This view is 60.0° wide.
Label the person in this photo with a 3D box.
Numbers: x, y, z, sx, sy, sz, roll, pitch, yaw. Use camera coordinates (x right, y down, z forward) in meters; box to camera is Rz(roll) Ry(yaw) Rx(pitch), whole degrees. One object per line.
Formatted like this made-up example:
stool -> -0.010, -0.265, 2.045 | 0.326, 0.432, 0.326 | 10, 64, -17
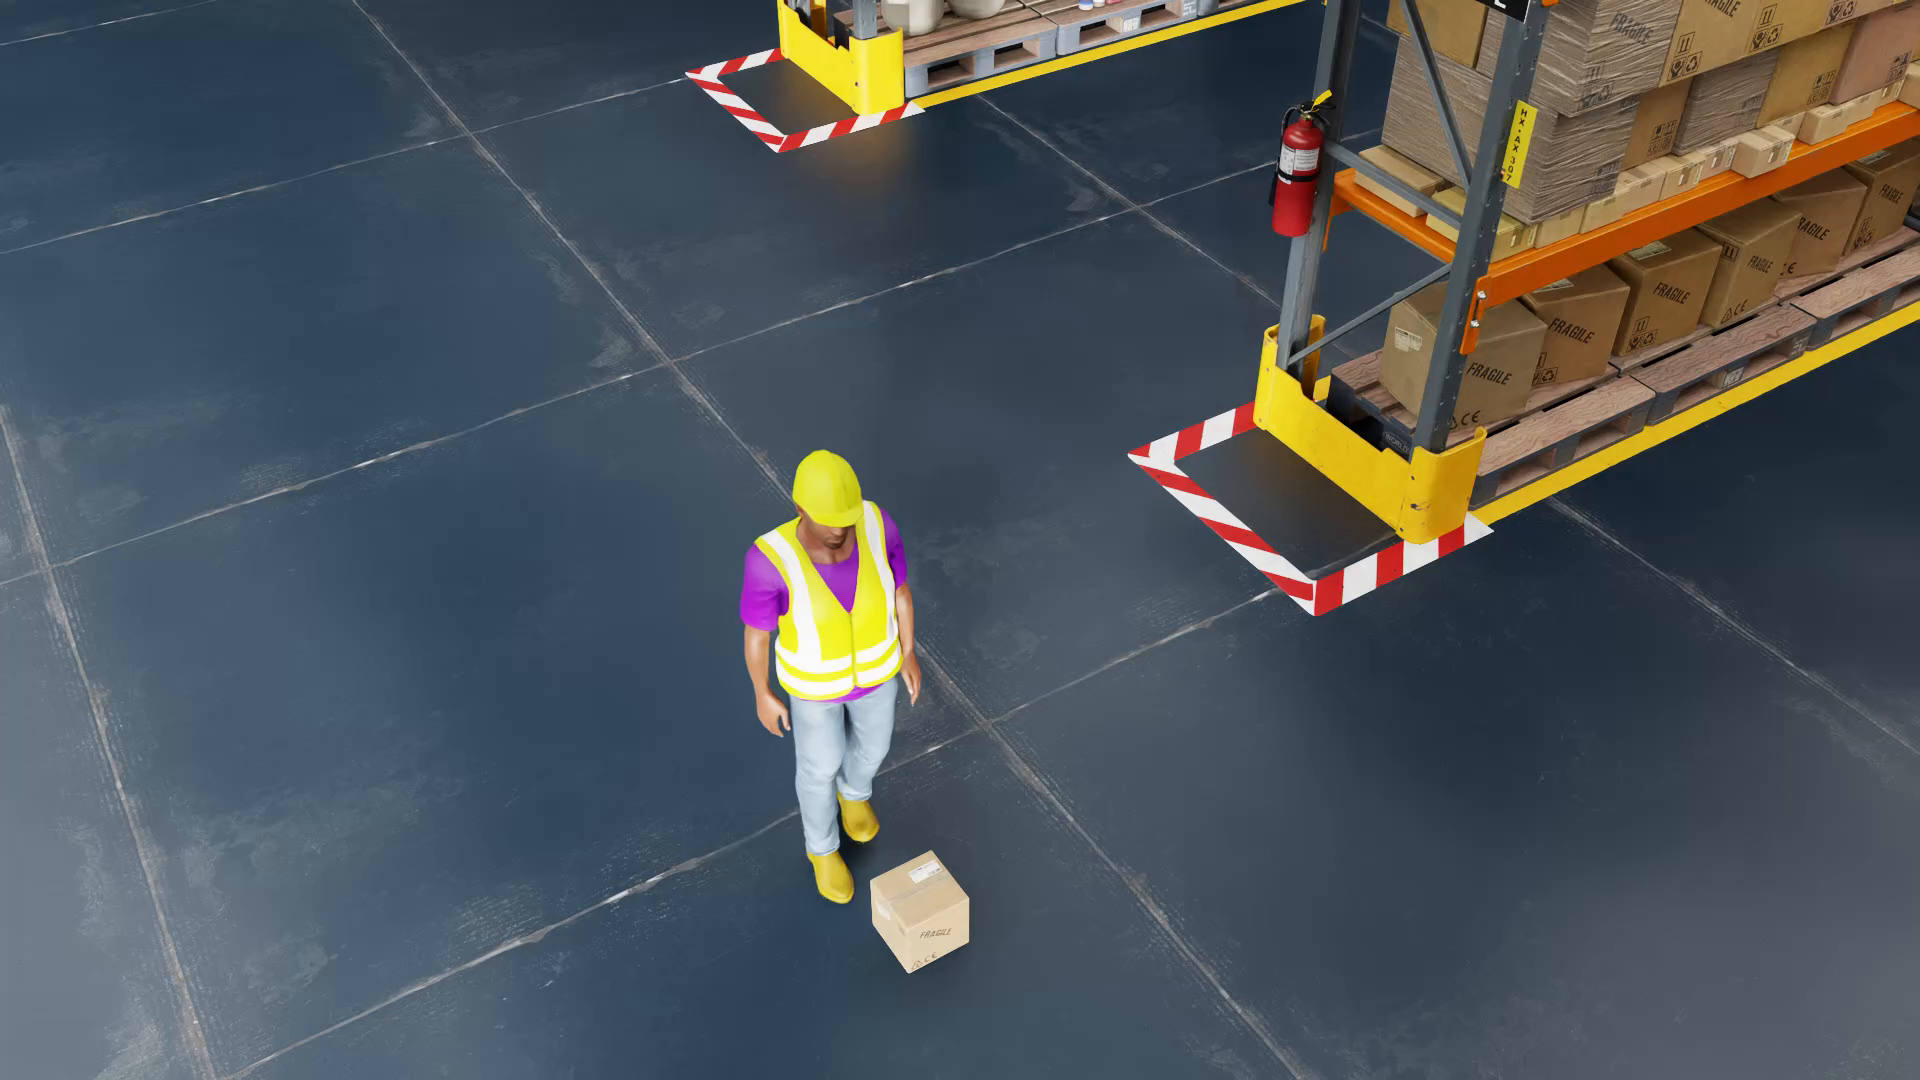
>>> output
person -> -0.414, 0.453, 5.599 | 0.586, 1.780, 0.509 | -17, 44, -19
